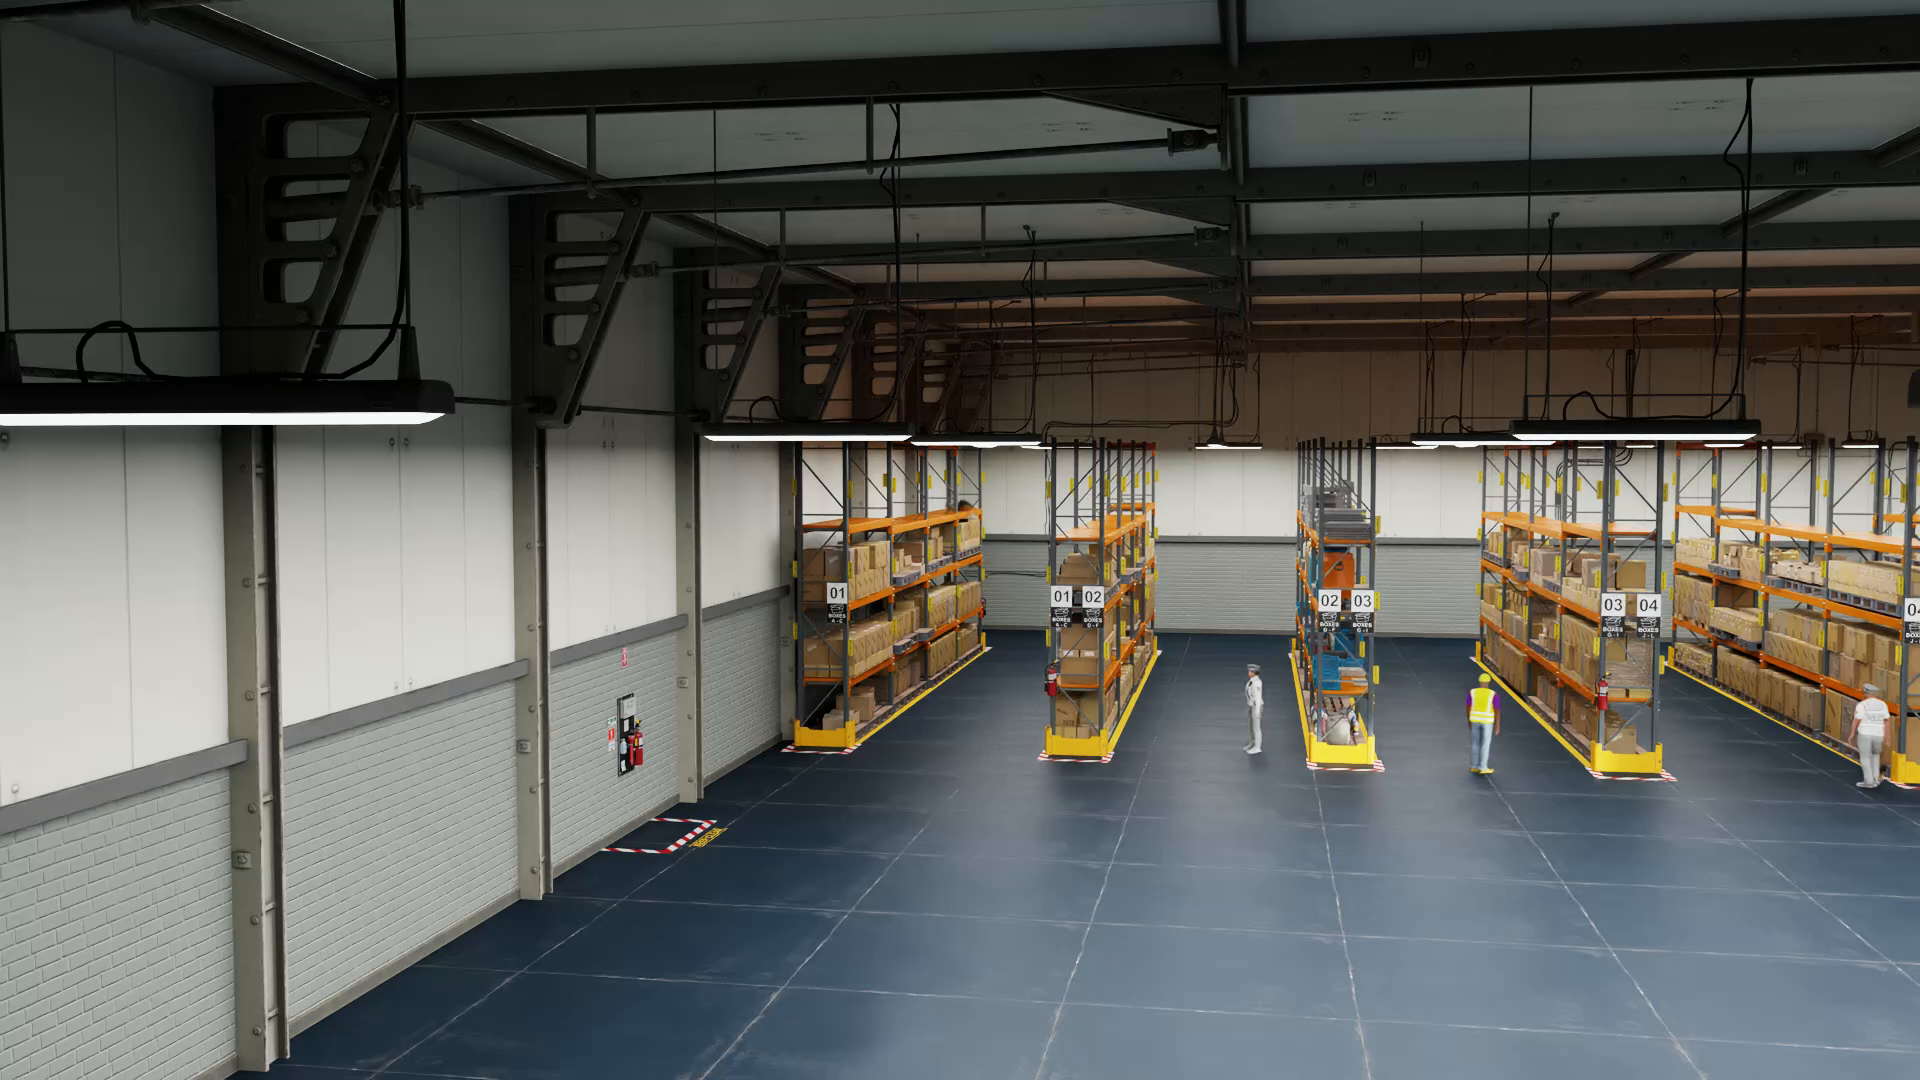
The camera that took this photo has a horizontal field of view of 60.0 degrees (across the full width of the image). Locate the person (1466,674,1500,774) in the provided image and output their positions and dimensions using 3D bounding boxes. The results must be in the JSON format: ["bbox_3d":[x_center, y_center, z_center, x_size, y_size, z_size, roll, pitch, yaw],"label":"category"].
[{"bbox_3d":[9.333,3.267,29.630,0.594,1.772,0.406,2,4,34],"label":"person"}]

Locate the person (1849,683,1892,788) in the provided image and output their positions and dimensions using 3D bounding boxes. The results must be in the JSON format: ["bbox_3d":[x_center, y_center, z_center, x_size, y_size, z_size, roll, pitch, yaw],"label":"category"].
[{"bbox_3d":[15.510,3.381,28.288,0.646,1.855,0.587,1,3,14],"label":"person"}]

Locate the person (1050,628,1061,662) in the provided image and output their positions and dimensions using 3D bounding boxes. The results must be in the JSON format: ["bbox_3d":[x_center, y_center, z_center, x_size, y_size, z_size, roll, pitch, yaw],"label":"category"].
[{"bbox_3d":[2.658,2.502,45.284,0.474,1.668,0.492,1,3,23],"label":"person"}]

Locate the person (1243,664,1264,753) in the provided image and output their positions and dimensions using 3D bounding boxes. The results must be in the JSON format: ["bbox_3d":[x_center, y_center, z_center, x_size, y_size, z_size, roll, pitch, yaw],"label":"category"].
[{"bbox_3d":[5.601,3.200,31.727,0.365,1.679,0.536,0,3,-7],"label":"person"}]
